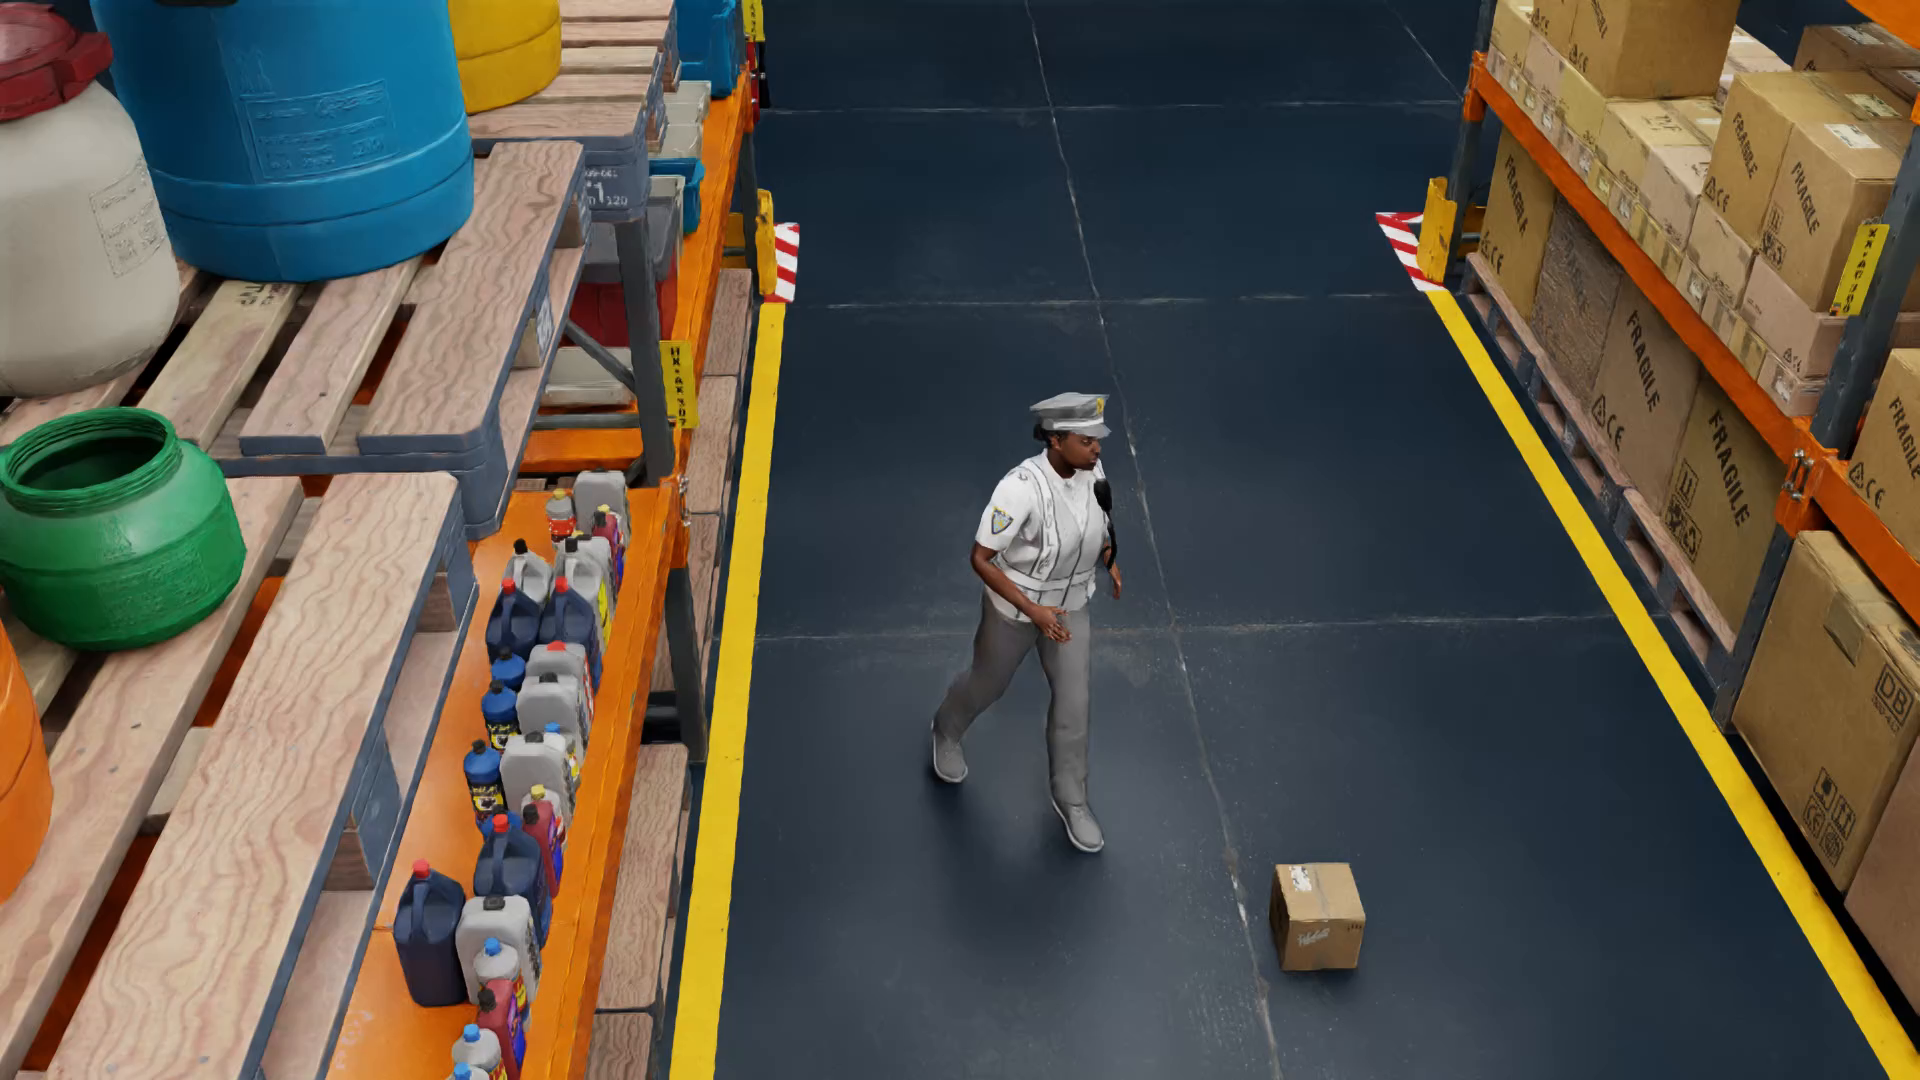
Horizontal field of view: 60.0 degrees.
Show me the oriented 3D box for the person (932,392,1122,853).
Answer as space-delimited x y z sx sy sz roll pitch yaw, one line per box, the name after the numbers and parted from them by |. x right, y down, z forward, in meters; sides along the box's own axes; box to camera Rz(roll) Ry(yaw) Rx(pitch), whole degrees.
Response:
0.313 0.223 5.780 0.634 1.663 0.842 -22 41 -28 | person
